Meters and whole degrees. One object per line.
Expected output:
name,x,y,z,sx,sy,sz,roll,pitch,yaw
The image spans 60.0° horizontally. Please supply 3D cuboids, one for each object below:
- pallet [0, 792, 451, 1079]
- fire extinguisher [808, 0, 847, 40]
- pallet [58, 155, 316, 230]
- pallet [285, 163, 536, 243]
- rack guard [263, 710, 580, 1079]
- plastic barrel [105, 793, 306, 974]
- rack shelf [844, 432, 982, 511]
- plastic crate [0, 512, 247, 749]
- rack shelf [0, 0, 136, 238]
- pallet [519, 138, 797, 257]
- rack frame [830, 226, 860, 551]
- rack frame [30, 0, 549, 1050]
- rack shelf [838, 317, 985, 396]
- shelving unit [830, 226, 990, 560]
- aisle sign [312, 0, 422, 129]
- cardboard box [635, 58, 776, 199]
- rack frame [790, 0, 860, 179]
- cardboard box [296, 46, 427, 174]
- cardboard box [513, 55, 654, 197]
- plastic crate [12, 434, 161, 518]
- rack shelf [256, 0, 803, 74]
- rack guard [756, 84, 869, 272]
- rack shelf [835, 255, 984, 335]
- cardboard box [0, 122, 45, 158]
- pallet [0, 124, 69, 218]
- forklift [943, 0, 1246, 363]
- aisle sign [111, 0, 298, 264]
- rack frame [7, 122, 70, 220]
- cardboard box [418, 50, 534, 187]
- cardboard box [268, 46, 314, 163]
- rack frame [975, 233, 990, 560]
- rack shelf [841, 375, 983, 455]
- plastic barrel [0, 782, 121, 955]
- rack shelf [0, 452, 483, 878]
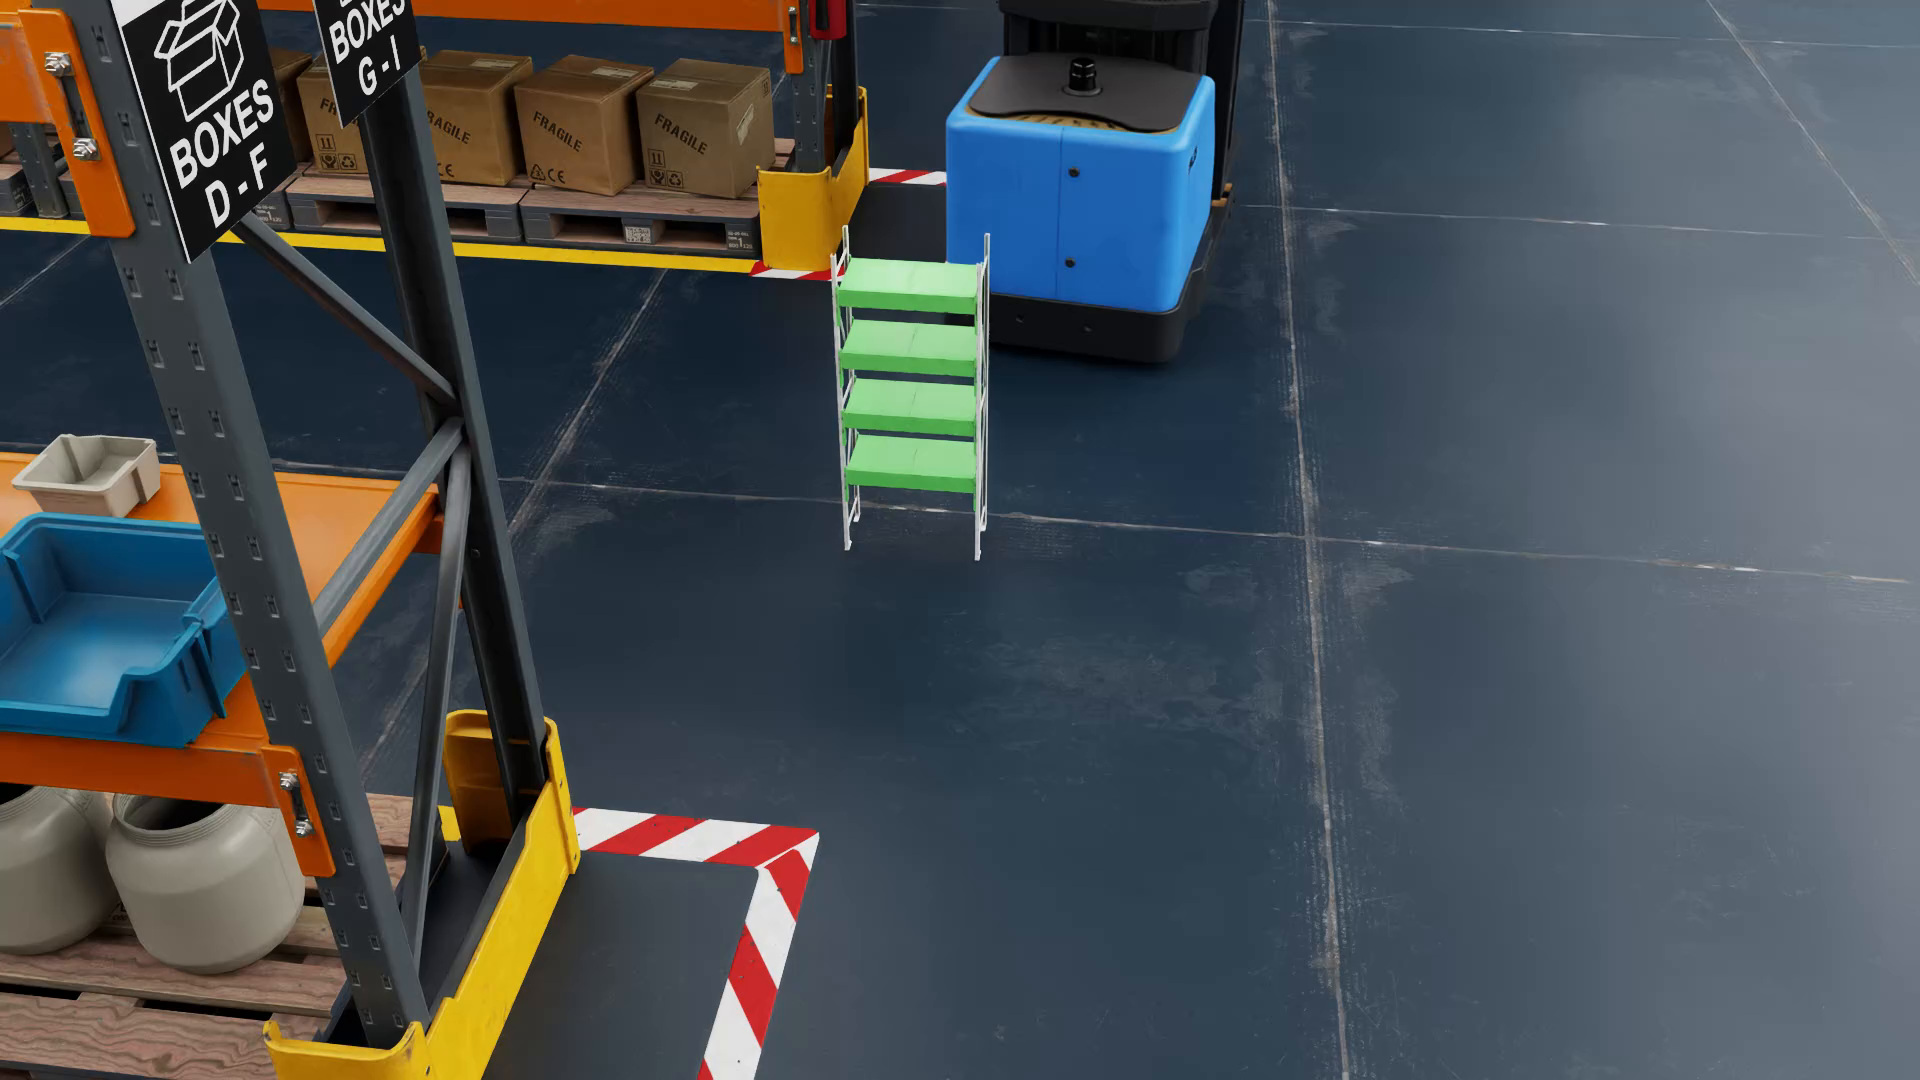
pallet,-2.168,1.084,4.549,1.213,0.211,1.003,4,36,6
fire extinguisher,-0.596,-2.558,7.318,0.183,0.674,0.296,4,36,6
pallet,-3.948,-1.995,8.863,1.213,0.211,1.003,4,36,6
pallet,-2.734,-1.906,8.739,1.213,0.211,1.003,4,36,6
rack guard,-1.363,1.030,4.377,0.348,0.500,1.175,4,36,6
plastic barrel,-1.944,0.828,4.288,0.421,0.512,0.421,0,36,0
rack shelf,-0.164,-0.253,6.095,0.480,0.148,0.258,4,36,6
plastic crate,-1.816,0.187,3.534,0.616,0.251,0.499,4,36,6
rack shelf,-3.265,-1.085,3.226,4.000,0.370,1.077,4,36,6
pallet,-1.527,-1.814,8.610,1.213,0.211,1.003,4,36,6
rack frame,-0.406,-0.519,5.944,0.015,1.200,0.240,4,36,6
rack frame,-1.282,-0.009,3.681,0.127,3.000,1.000,4,36,6
rack shelf,-0.164,-0.644,5.816,0.480,0.148,0.258,4,36,6
shelving unit,-0.164,-0.501,5.919,0.503,1.200,0.258,4,36,6
aisle sign,-1.173,-1.231,3.155,0.004,0.787,0.394,4,36,6
cardboard box,-1.268,-2.072,8.362,0.500,0.500,0.500,11,37,15
rack frame,-0.651,-2.863,7.680,0.127,3.000,1.000,4,36,6
cardboard box,-3.032,-2.221,8.570,0.500,0.500,0.500,1,36,2
cardboard box,-1.865,-2.097,8.396,0.500,0.500,0.500,14,38,18
plastic crate,-2.128,-0.154,4.110,0.250,0.136,0.298,4,36,6
rack shelf,-2.634,-2.718,8.096,4.000,0.370,1.077,4,36,6
rack guard,-0.726,-1.851,8.414,0.348,0.500,1.175,4,36,6
rack shelf,-0.164,-0.839,5.677,0.480,0.148,0.258,4,36,6
cardboard box,-5.224,-2.379,8.774,0.500,0.500,0.700,2,36,2
pallet,-5.391,-2.081,8.984,1.213,0.211,1.003,4,36,6
forklift,0.807,-2.814,7.670,1.130,2.935,3.031,9,36,12
aisle sign,-1.248,-0.891,2.678,0.004,0.787,0.394,4,36,6
rack frame,-4.618,-3.159,8.094,0.127,3.000,1.000,4,36,6
cardboard box,-2.484,-2.154,8.476,0.500,0.500,0.500,7,36,10
cardboard box,-3.657,-2.222,8.571,0.500,0.500,0.500,16,38,21
rack frame,0.078,-0.483,5.893,0.015,1.200,0.240,4,36,6
rack shelf,-0.164,-0.449,5.956,0.480,0.148,0.258,4,36,6
plastic barrel,-2.441,0.791,4.340,0.421,0.512,0.421,0,36,0
rack shelf,-3.265,0.136,4.097,4.000,0.370,1.077,4,36,6
